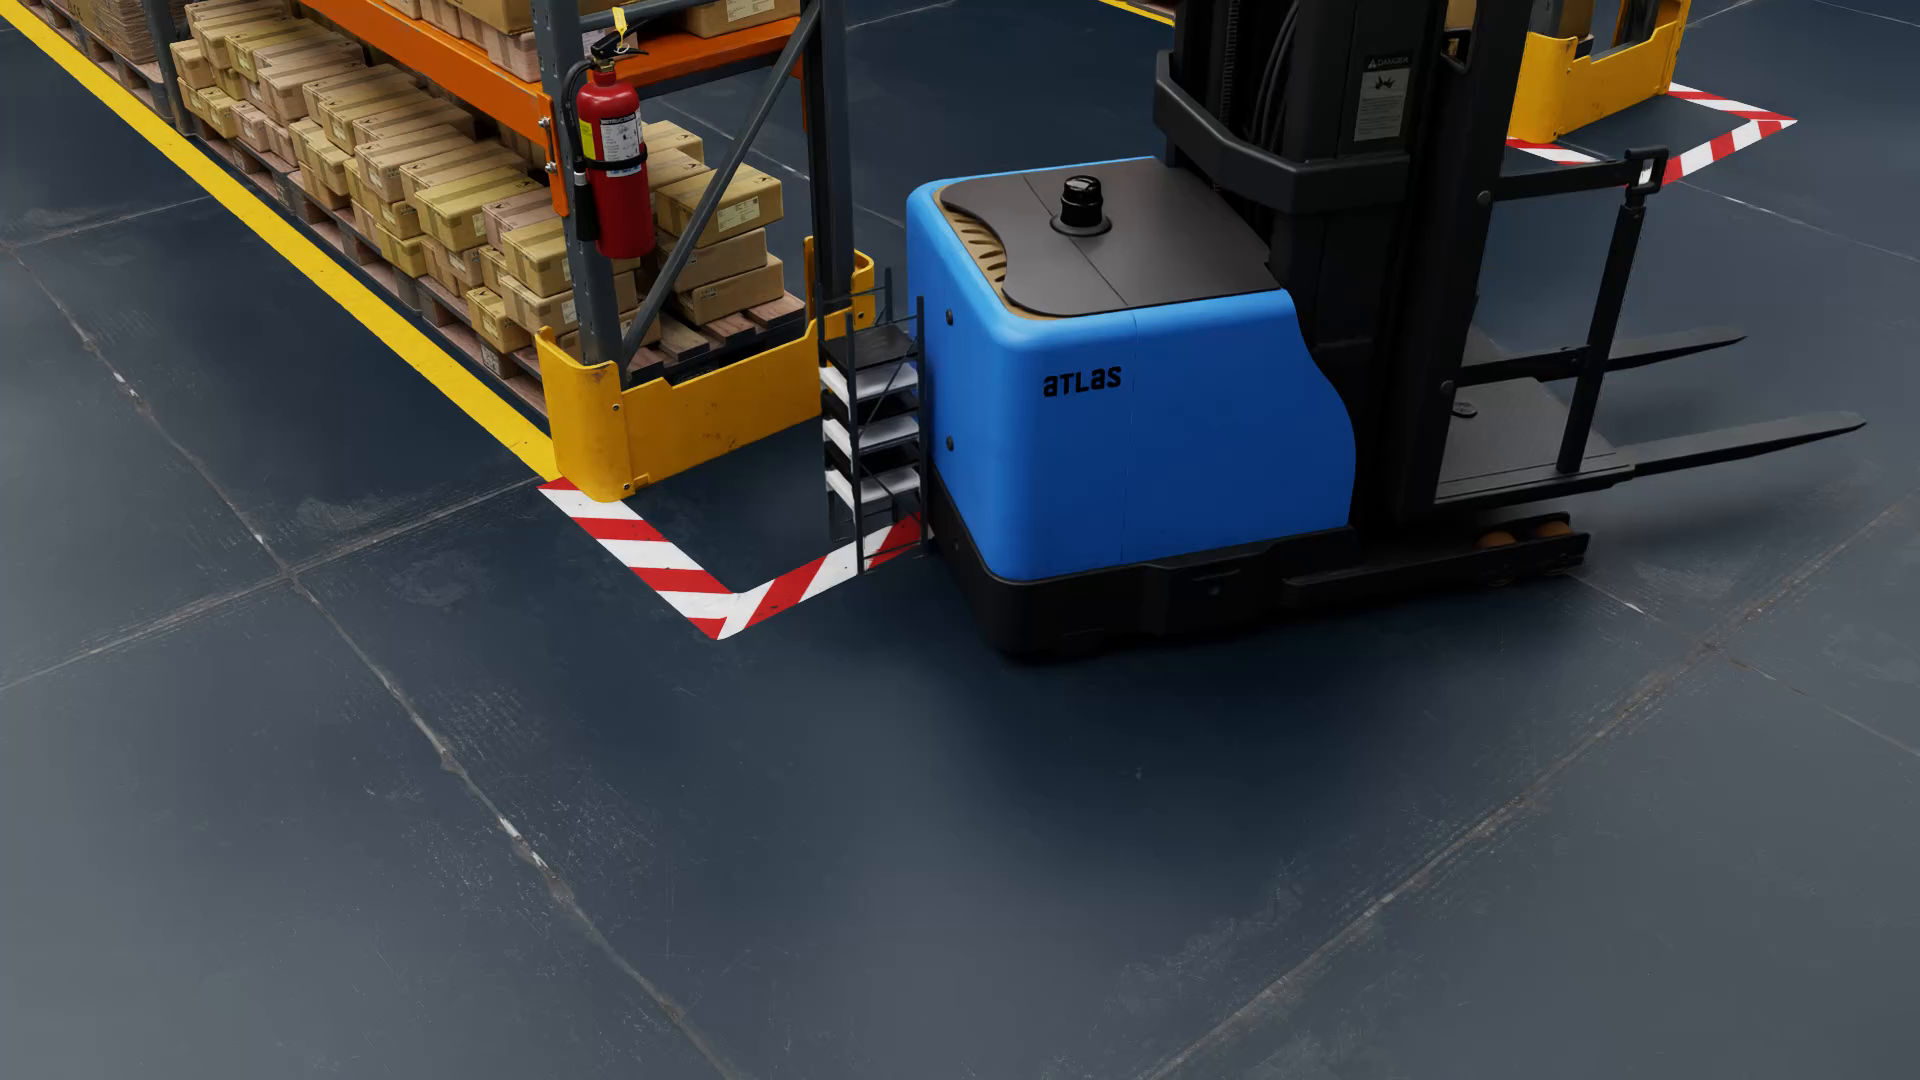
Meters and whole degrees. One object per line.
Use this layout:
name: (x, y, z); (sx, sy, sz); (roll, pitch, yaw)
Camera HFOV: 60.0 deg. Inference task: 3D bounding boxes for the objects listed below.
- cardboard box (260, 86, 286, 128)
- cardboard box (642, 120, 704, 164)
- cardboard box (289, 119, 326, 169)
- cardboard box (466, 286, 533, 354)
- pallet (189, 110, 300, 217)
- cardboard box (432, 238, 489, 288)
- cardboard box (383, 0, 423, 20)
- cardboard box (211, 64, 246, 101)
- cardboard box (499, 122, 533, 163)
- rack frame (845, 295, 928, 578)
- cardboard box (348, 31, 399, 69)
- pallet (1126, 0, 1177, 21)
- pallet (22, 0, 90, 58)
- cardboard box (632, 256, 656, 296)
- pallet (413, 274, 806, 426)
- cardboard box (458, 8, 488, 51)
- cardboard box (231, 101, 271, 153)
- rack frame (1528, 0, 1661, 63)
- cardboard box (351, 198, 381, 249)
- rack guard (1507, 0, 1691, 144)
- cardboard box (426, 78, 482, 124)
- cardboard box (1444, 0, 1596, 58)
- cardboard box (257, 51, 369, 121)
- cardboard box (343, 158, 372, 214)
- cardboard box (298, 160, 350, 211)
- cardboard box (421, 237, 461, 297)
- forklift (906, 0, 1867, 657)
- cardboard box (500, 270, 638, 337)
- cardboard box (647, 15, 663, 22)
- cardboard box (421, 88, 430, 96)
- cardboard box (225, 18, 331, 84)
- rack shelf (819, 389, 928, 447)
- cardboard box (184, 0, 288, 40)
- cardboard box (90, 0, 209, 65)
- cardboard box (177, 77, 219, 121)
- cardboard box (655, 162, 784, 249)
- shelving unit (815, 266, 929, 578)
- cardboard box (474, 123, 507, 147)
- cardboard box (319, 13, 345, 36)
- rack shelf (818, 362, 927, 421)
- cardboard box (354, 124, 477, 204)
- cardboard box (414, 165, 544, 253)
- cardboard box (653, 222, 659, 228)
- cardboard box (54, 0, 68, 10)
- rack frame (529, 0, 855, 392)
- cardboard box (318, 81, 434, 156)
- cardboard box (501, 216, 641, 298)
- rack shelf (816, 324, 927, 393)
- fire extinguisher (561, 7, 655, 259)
cardboard box: (-2.782, -1.913, 7.202); (0.380, 0.149, 0.250); (-28, 44, -34)
cardboard box: (-1.192, -1.434, 6.269); (0.380, 0.149, 0.250); (-26, 43, -32)
cardboard box: (-2.508, -1.648, 6.827); (0.380, 0.149, 0.250); (-26, 43, -32)
cardboard box: (-1.521, -0.828, 5.927); (0.380, 0.149, 0.250); (-25, 42, -30)
pallet: (-2.899, -1.934, 7.799); (1.003, 0.211, 1.213); (-26, 43, -32)
cardboard box: (-1.674, -1.074, 6.018); (0.380, 0.149, 0.250); (-28, 44, -33)
cardboard box: (-1.693, -1.859, 5.496); (0.380, 0.149, 0.250); (-25, 42, -31)
cardboard box: (-3.139, -2.127, 7.505); (0.380, 0.149, 0.250); (-26, 43, -31)
cardboard box: (-1.587, -1.639, 6.557); (0.380, 0.149, 0.250); (-24, 42, -30)
rack frame: (-0.207, -0.287, 4.875); (0.240, 0.900, 0.006); (-17, 39, -23)
cardboard box: (-2.462, -2.198, 7.346); (0.380, 0.149, 0.250); (-25, 42, -30)
pallet: (1.717, -3.119, 9.472); (1.003, 0.211, 1.213); (-26, 43, -32)
pallet: (-4.655, -3.100, 9.444); (1.003, 0.211, 1.213); (-26, 43, -32)
cardboard box: (-1.104, -1.033, 6.217); (0.380, 0.149, 0.250); (-26, 43, -32)
pallet: (-1.325, -0.857, 6.278); (1.003, 0.211, 1.213); (-26, 43, -32)
cardboard box: (-1.337, -1.650, 5.201); (0.380, 0.149, 0.250); (-26, 43, -32)
cardboard box: (-2.998, -1.875, 7.406); (0.380, 0.149, 0.250); (-26, 43, -32)
rack frame: (3.076, -3.395, 7.448); (1.000, 3.000, 0.127); (-26, 43, -32)
cardboard box: (-2.168, -1.298, 6.591); (0.380, 0.149, 0.250); (-25, 42, -31)
rack guard: (3.091, -2.364, 8.156); (1.175, 0.500, 0.348); (-26, 43, -32)
cardboard box: (-1.957, -1.847, 6.852); (0.380, 0.149, 0.250); (-26, 43, -32)
cardboard box: (2.601, -2.952, 8.298); (0.875, 0.875, 0.875); (-26, 43, -32)
cardboard box: (-2.675, -1.891, 6.913); (0.380, 0.149, 0.250); (-25, 42, -31)
cardboard box: (-2.169, -1.418, 6.503); (0.380, 0.149, 0.250); (-24, 42, -30)
cardboard box: (-2.502, -1.525, 6.912); (0.380, 0.149, 0.250); (-27, 44, -33)
cardboard box: (-1.795, -1.081, 6.284); (0.380, 0.149, 0.250); (-26, 43, -31)
forklift: (1.404, -1.339, 4.605); (3.031, 2.935, 1.130); (-10, 36, -13)
cardboard box: (-1.337, -0.846, 5.695); (0.380, 0.149, 0.250); (-27, 44, -33)
cardboard box: (-0.933, -1.849, 5.483); (0.380, 0.149, 0.250); (-24, 42, -30)
cardboard box: (-2.119, -1.860, 7.126); (0.380, 0.149, 0.250); (-28, 44, -34)
cardboard box: (-2.963, -2.140, 7.265); (0.380, 0.149, 0.250); (-27, 43, -32)
rack shelf: (-0.256, -0.385, 4.916); (0.258, 0.077, 0.200); (-17, 39, -23)
cardboard box: (-3.296, -2.377, 7.600); (0.380, 0.149, 0.250); (-24, 42, -30)
cardboard box: (-4.030, -2.740, 8.323); (0.500, 0.500, 0.500); (-27, 43, -33)
cardboard box: (-3.370, -2.083, 7.699); (0.380, 0.149, 0.250); (-28, 44, -34)
cardboard box: (-0.857, -1.198, 5.935); (0.380, 0.149, 0.250); (-28, 44, -34)
shelving unit: (-0.256, -0.338, 4.948); (0.258, 0.900, 0.210); (-17, 39, -23)
cardboard box: (-1.813, -1.603, 6.764); (0.380, 0.149, 0.250); (-24, 42, -30)
cardboard box: (-2.736, -2.448, 7.700); (0.380, 0.149, 0.250); (-25, 43, -31)
rack shelf: (-0.256, -0.458, 4.864); (0.258, 0.077, 0.200); (-17, 39, -23)
cardboard box: (-2.031, -1.415, 6.241); (0.380, 0.149, 0.250); (-24, 42, -30)
cardboard box: (-1.696, -1.179, 5.908); (0.380, 0.149, 0.250); (-27, 43, -33)
cardboard box: (-1.054, -1.188, 6.178); (0.380, 0.149, 0.250); (-26, 43, -32)
cardboard box: (-4.688, -3.195, 8.965); (0.500, 0.500, 0.500); (-27, 43, -33)
rack frame: (-0.779, -1.590, 4.899); (1.000, 3.000, 0.127); (-26, 43, -32)
cardboard box: (-2.307, -1.678, 6.612); (0.380, 0.149, 0.250); (-26, 43, -32)
cardboard box: (-1.314, -0.980, 5.627); (0.380, 0.149, 0.250); (-25, 43, -31)
rack shelf: (-0.256, -0.531, 4.811); (0.258, 0.077, 0.200); (-17, 39, -23)
fire extinguisher: (-0.969, -1.123, 4.629); (0.296, 0.674, 0.183); (-26, 43, -32)
